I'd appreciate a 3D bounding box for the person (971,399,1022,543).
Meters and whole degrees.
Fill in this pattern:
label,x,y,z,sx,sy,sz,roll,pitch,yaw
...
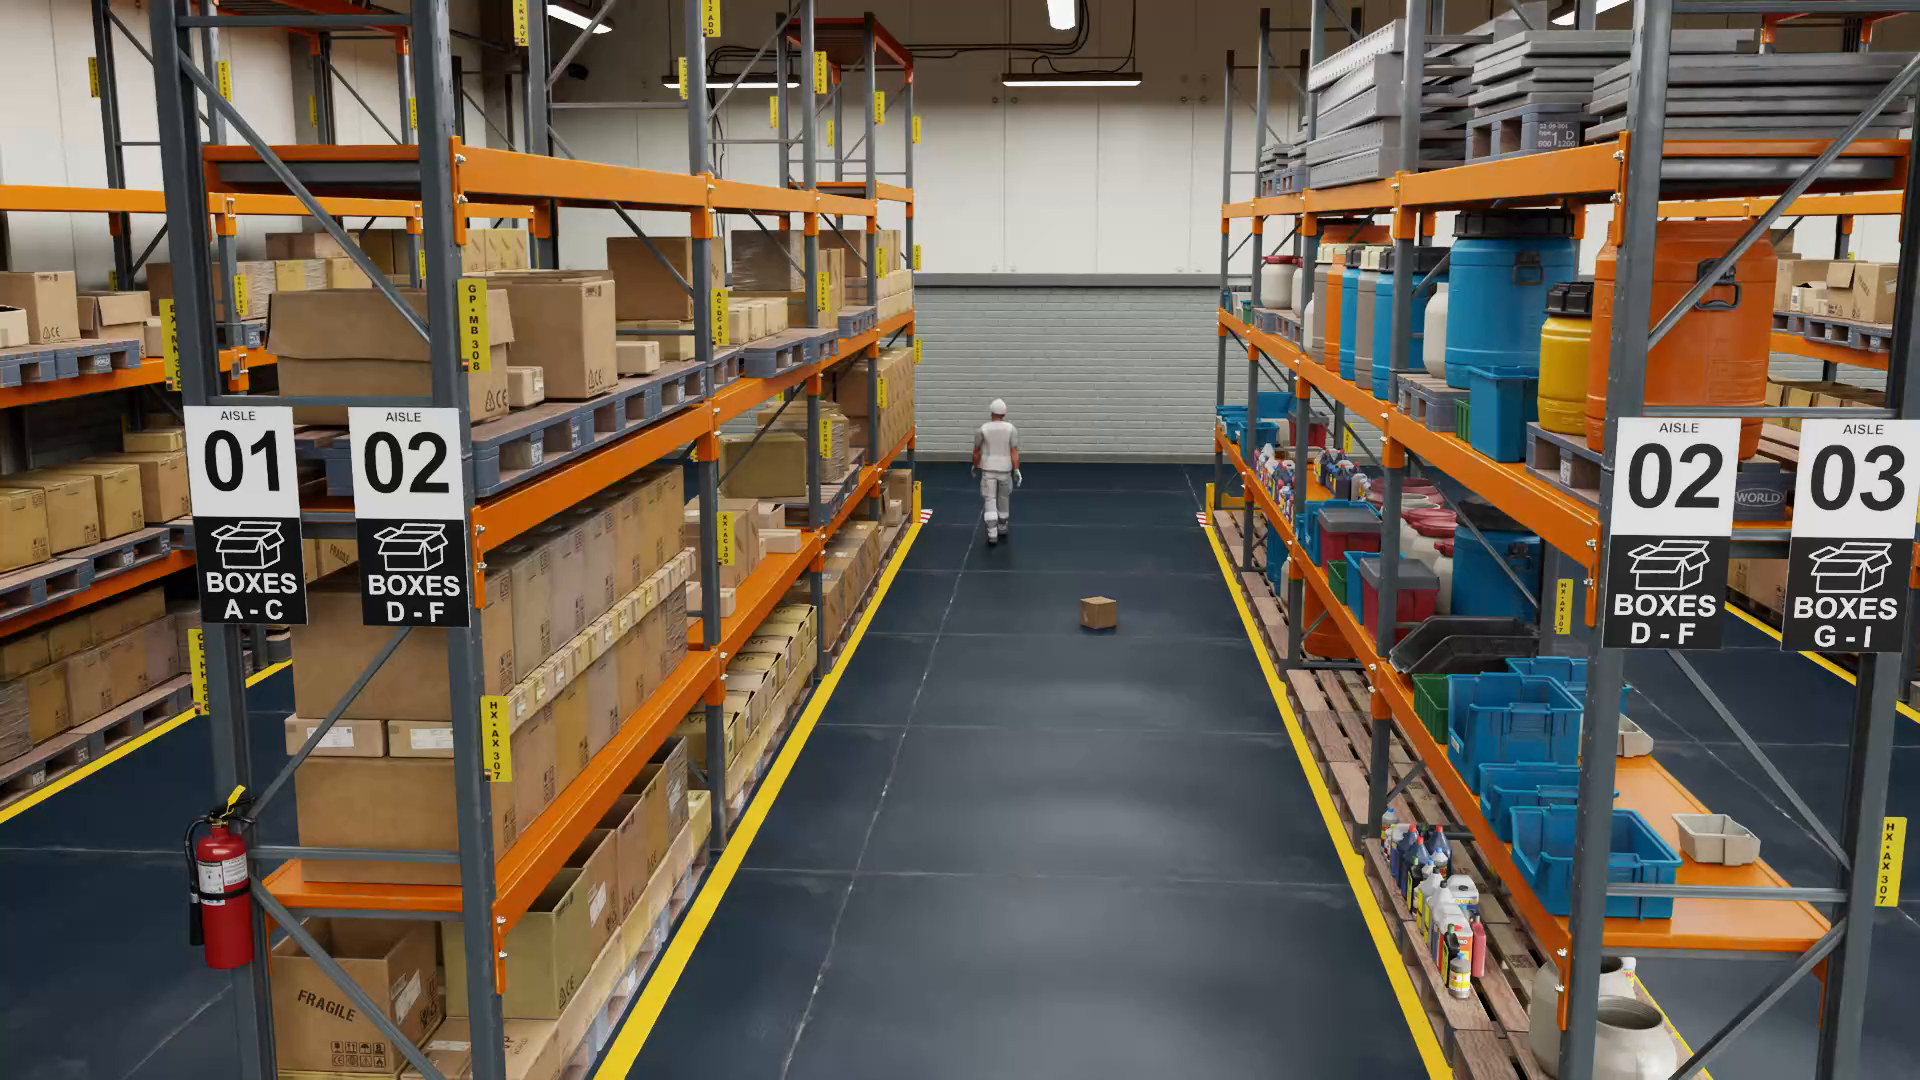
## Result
label,x,y,z,sx,sy,sz,roll,pitch,yaw
person,0.438,-0.888,20.540,0.591,1.733,0.995,-1,11,-5
